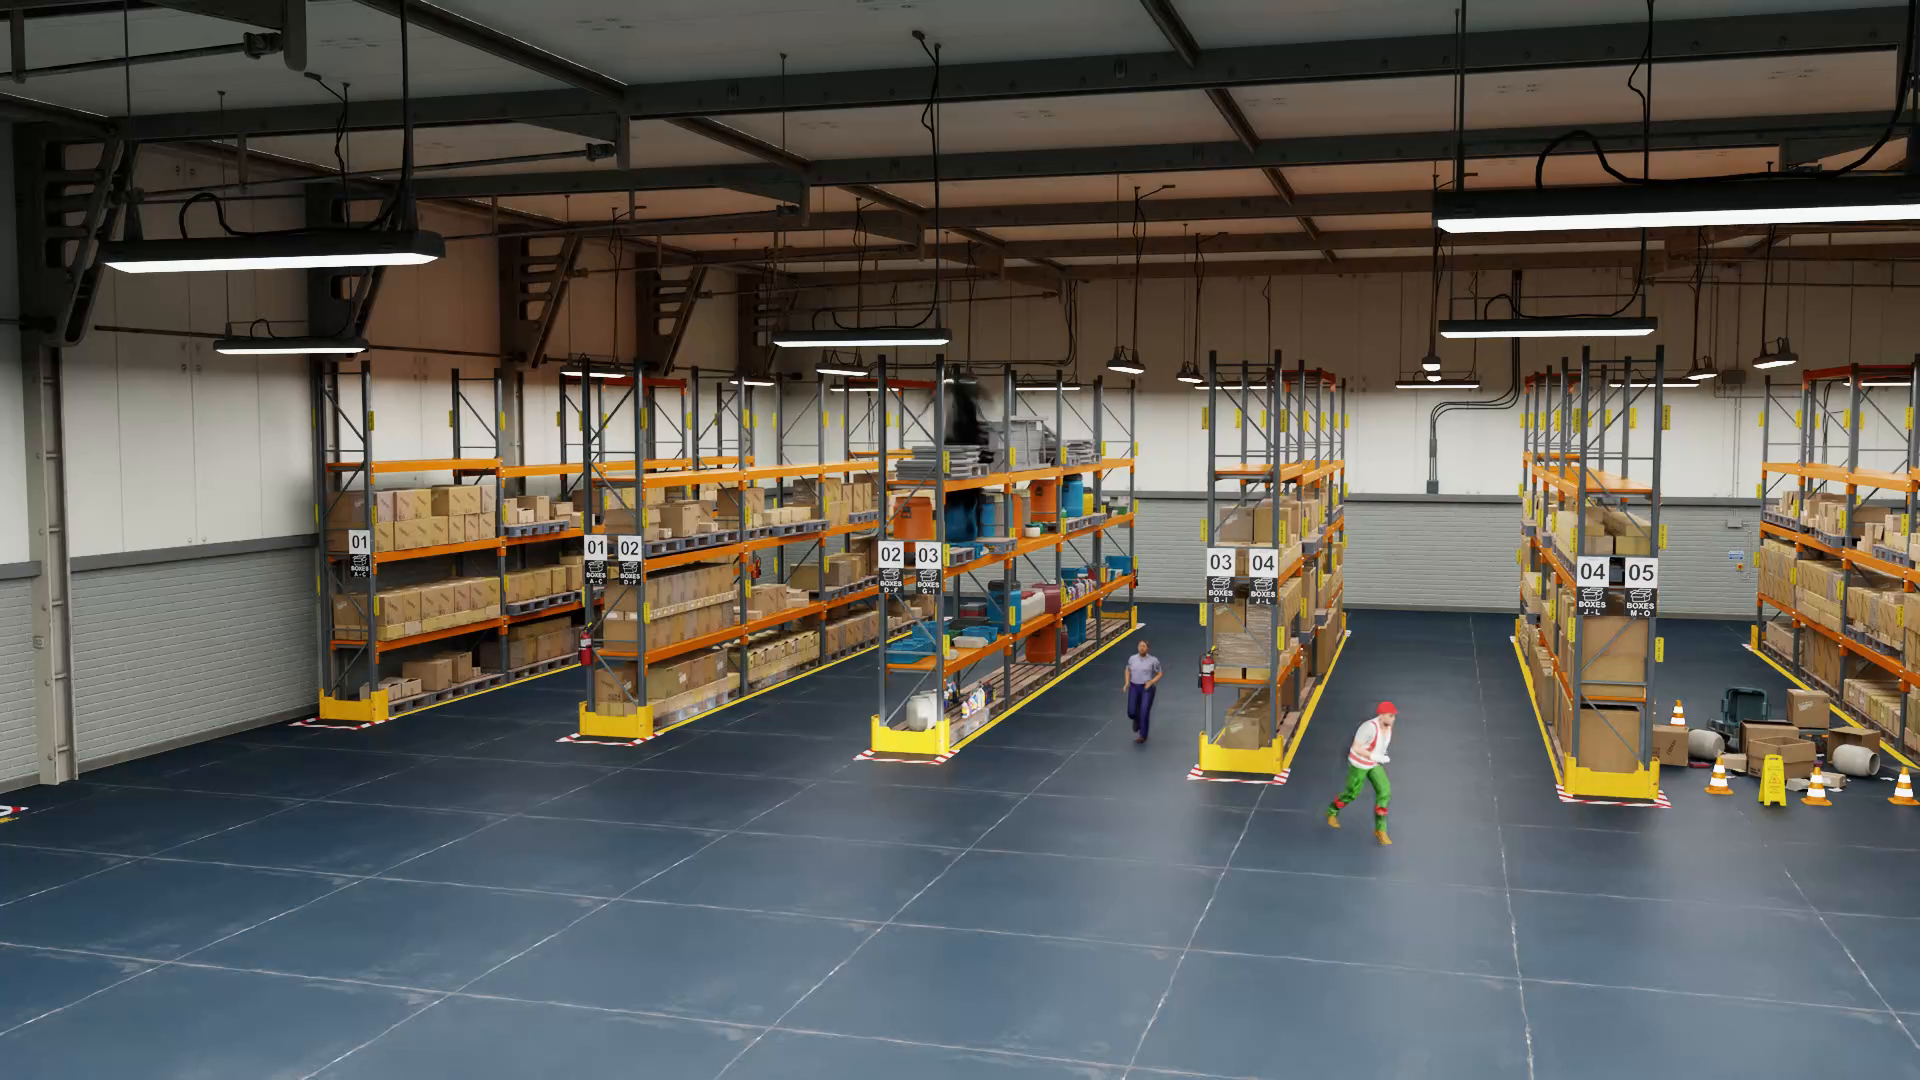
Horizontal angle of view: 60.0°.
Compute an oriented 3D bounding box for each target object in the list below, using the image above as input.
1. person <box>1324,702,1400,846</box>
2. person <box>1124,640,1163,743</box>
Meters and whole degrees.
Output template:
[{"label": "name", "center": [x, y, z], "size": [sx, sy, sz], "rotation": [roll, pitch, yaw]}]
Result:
[{"label": "person", "center": [4.827, 2.750, 19.970], "size": [0.704, 1.734, 1.052], "rotation": [-3, 5, -39]}, {"label": "person", "center": [2.849, 2.359, 25.992], "size": [0.621, 1.601, 0.554], "rotation": [2, 4, 21]}]
